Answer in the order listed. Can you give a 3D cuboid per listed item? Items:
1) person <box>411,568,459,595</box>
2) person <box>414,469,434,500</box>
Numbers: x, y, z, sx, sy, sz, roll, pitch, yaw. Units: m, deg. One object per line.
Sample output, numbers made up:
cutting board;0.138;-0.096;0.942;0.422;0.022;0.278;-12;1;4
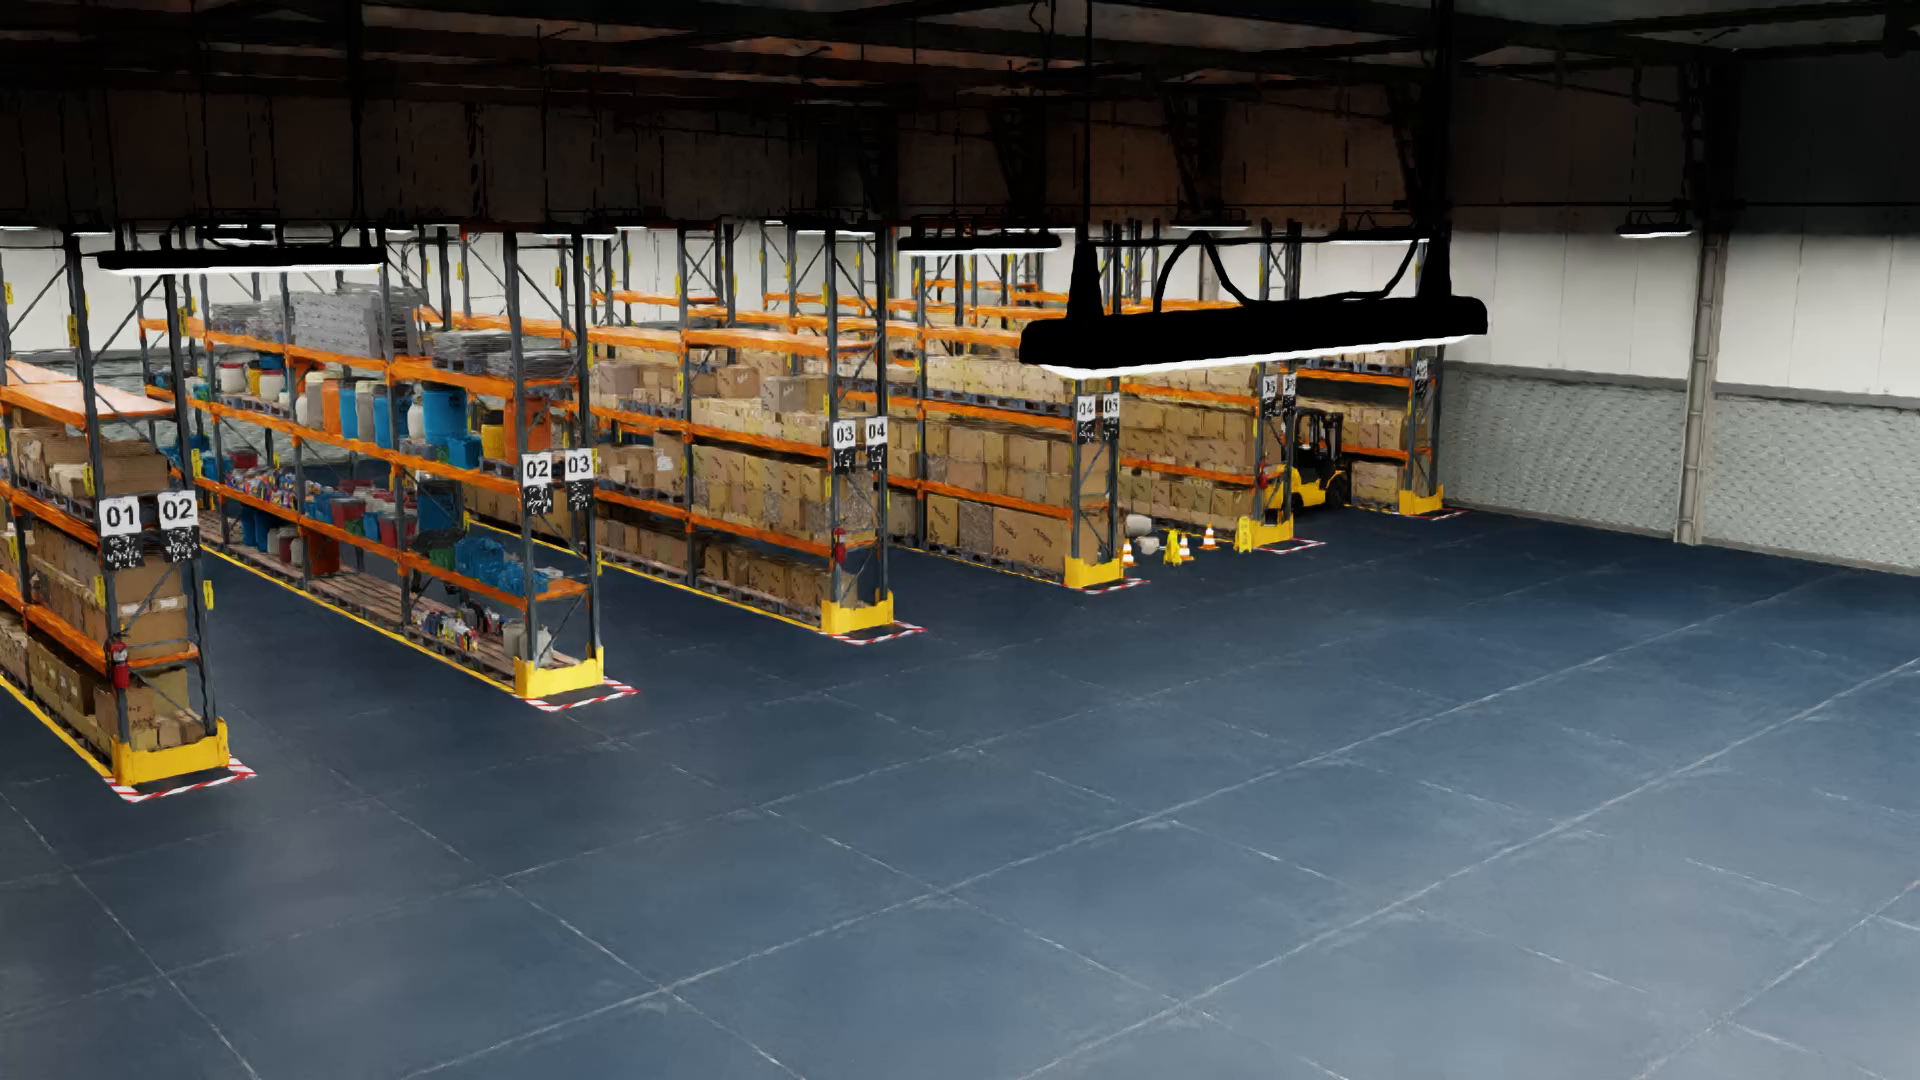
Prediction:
person;-8.668;0.076;27.250;1.013;1.661;0.538;9;15;39
person;-10.423;-0.897;32.402;0.417;1.517;1.037;-9;15;-38
